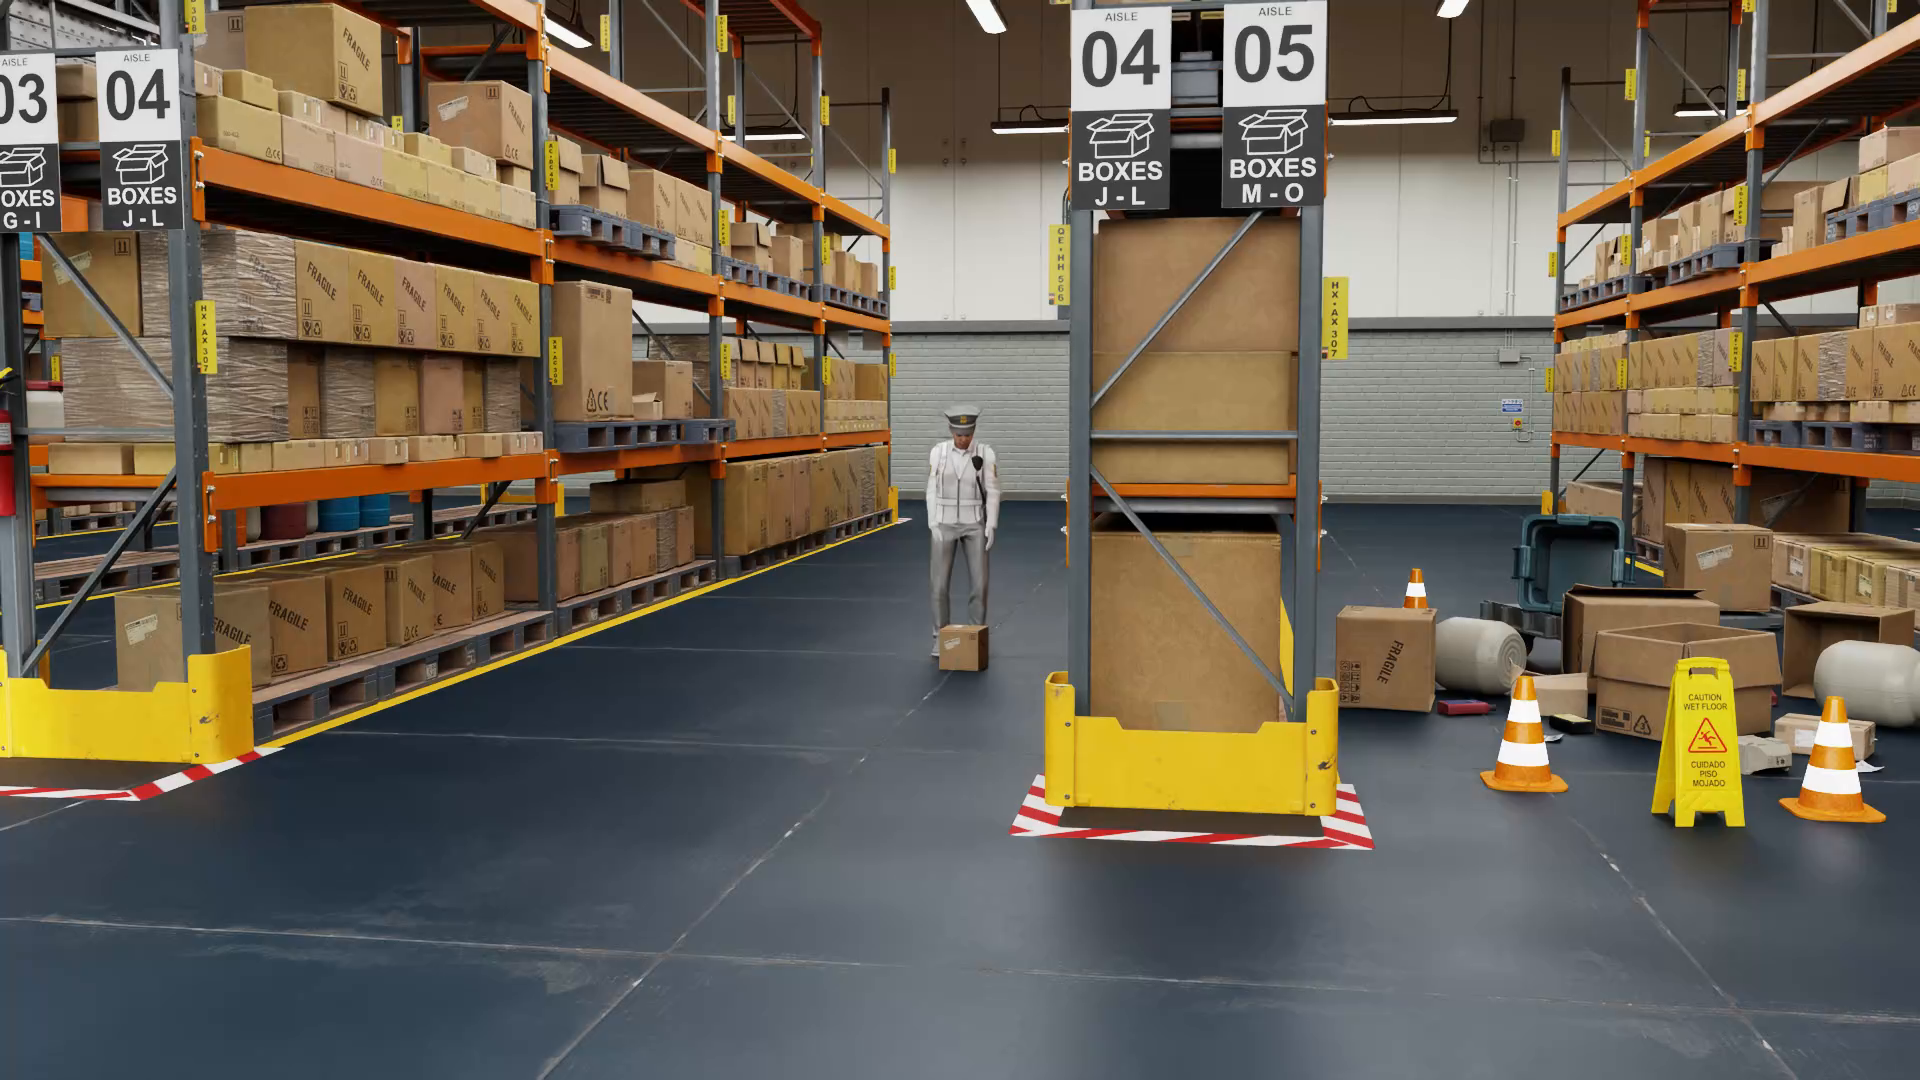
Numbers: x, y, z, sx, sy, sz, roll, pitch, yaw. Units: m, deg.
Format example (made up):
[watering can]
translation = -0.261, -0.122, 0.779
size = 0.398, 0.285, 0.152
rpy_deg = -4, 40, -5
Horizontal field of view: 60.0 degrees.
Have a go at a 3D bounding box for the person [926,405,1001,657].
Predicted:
[person]
translation = 0.020, -0.058, 10.835
size = 0.492, 1.641, 0.412
rpy_deg = 0, 5, 3
